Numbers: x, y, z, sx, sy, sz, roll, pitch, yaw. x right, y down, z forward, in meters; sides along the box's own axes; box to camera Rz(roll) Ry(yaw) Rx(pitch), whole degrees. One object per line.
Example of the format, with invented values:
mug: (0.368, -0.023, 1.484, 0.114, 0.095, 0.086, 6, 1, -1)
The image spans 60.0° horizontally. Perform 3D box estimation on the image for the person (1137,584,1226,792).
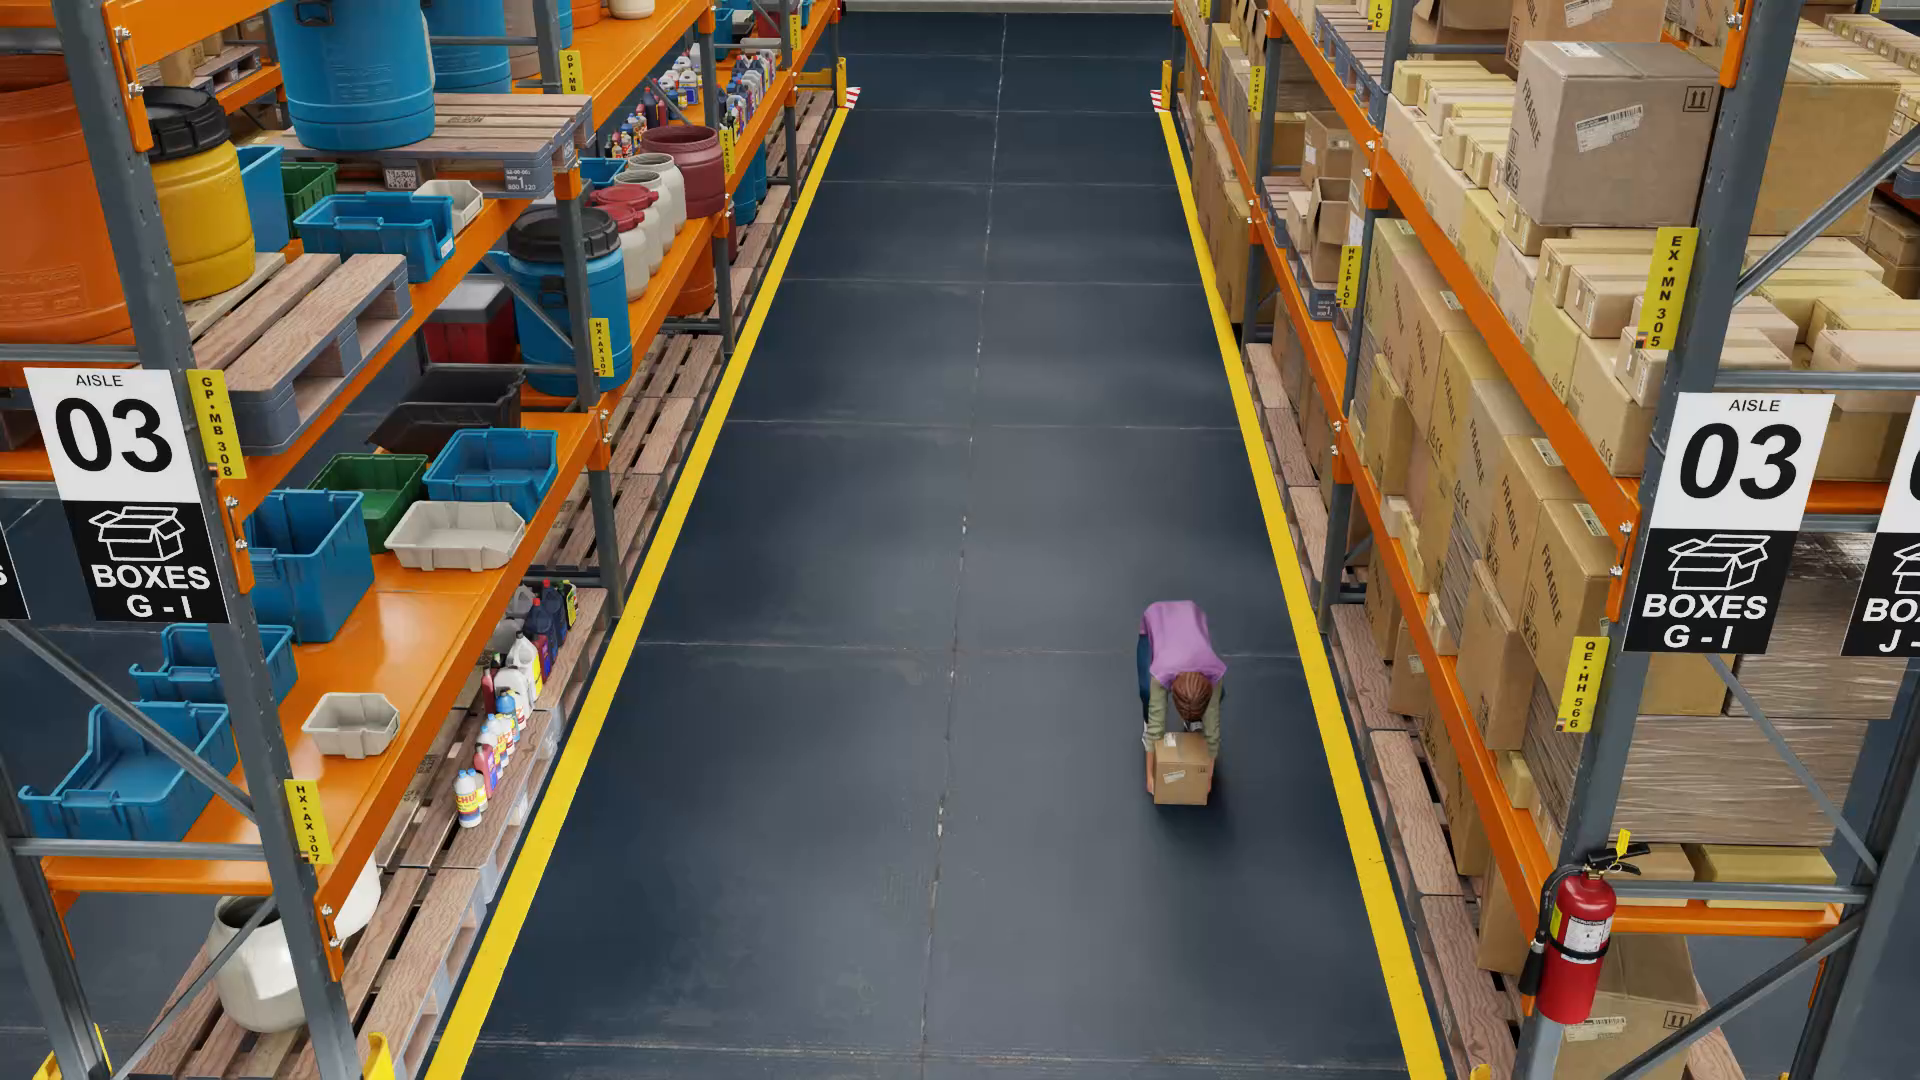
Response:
person: (1.087, 0.698, 8.162, 0.427, 0.822, 0.858, 0, 28, 0)
